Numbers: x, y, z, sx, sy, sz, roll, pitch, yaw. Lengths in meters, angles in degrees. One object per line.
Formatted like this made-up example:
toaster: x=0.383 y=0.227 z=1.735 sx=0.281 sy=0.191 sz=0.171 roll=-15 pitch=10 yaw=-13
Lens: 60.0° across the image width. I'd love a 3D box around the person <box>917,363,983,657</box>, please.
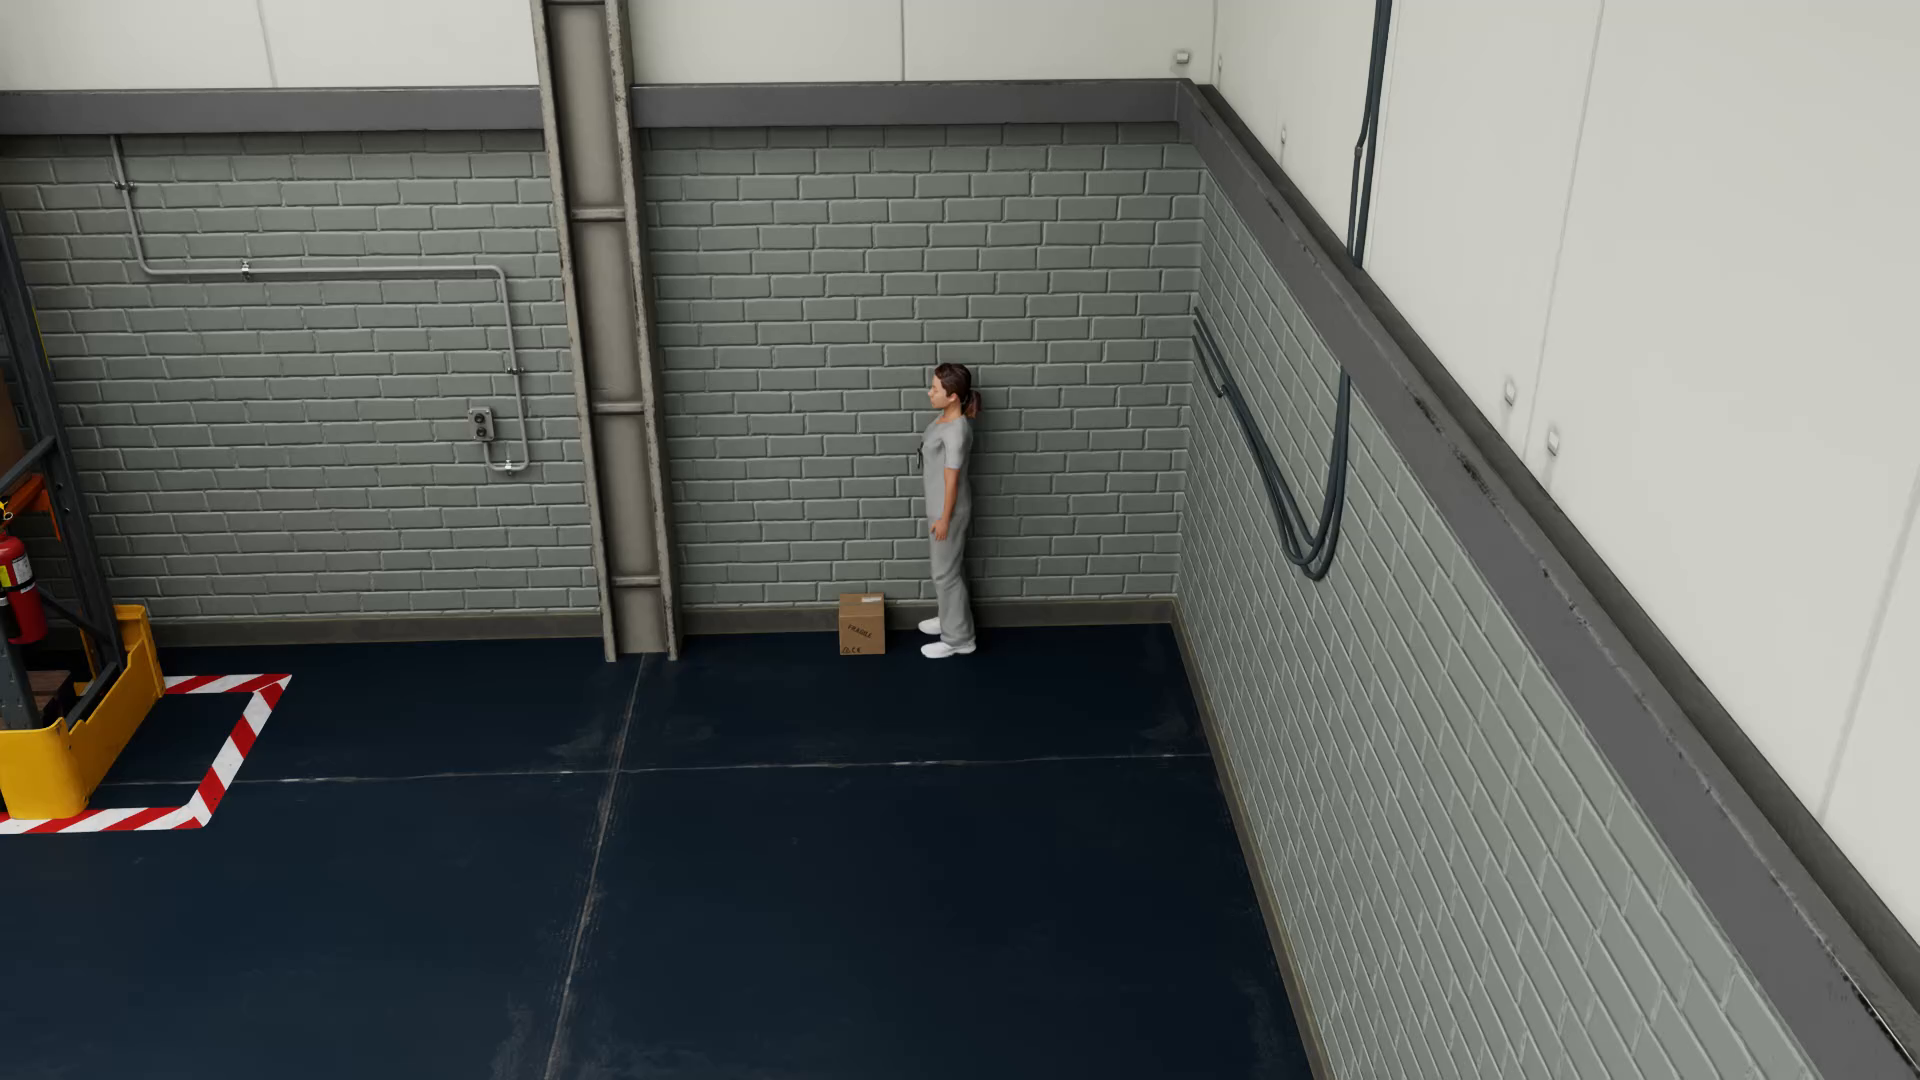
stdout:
person: x=-0.053 y=-0.164 z=8.951 sx=0.358 sy=1.674 sz=0.435 roll=-1 pitch=28 yaw=-1
